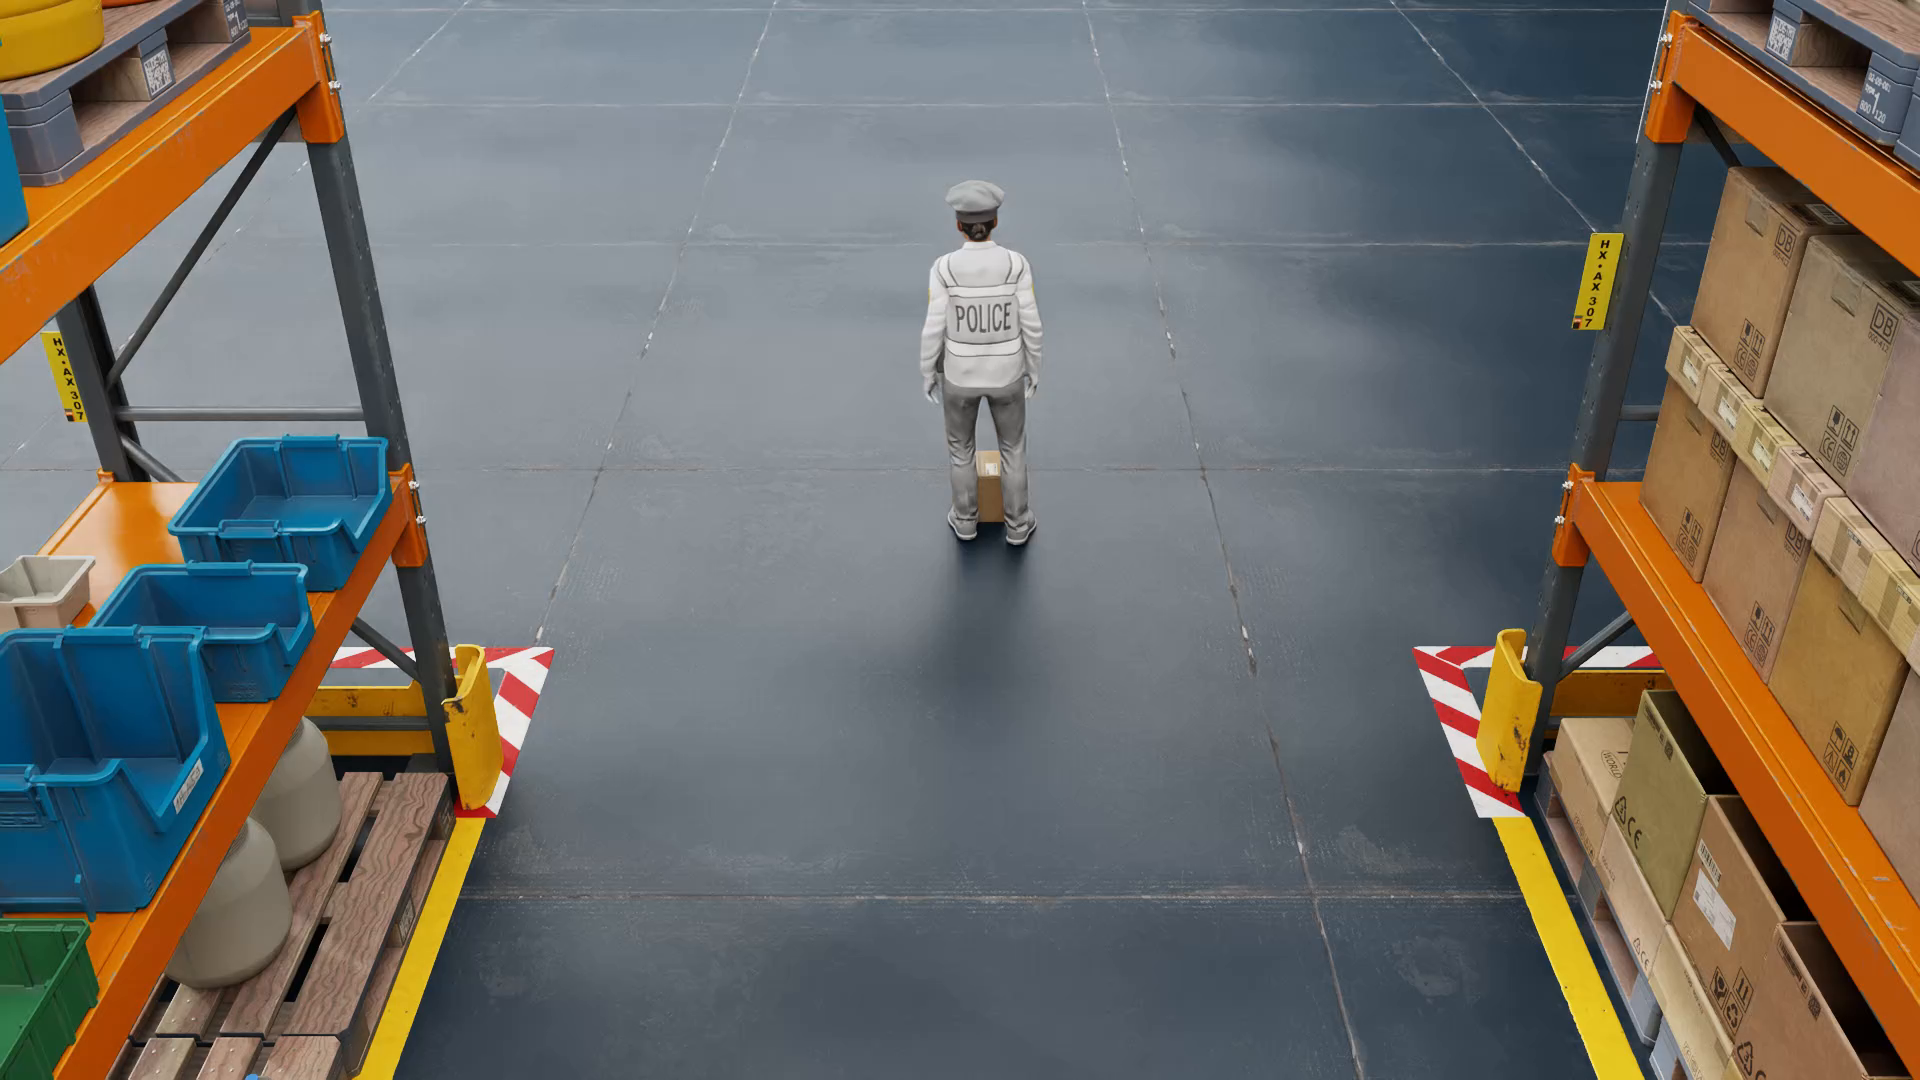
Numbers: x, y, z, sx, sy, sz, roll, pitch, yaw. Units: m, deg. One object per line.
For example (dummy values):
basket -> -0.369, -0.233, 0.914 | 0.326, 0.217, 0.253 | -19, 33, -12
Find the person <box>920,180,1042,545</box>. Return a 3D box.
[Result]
person -> 0.094, -0.737, 7.325 | 0.543, 1.662, 0.416 | -2, 32, -3
